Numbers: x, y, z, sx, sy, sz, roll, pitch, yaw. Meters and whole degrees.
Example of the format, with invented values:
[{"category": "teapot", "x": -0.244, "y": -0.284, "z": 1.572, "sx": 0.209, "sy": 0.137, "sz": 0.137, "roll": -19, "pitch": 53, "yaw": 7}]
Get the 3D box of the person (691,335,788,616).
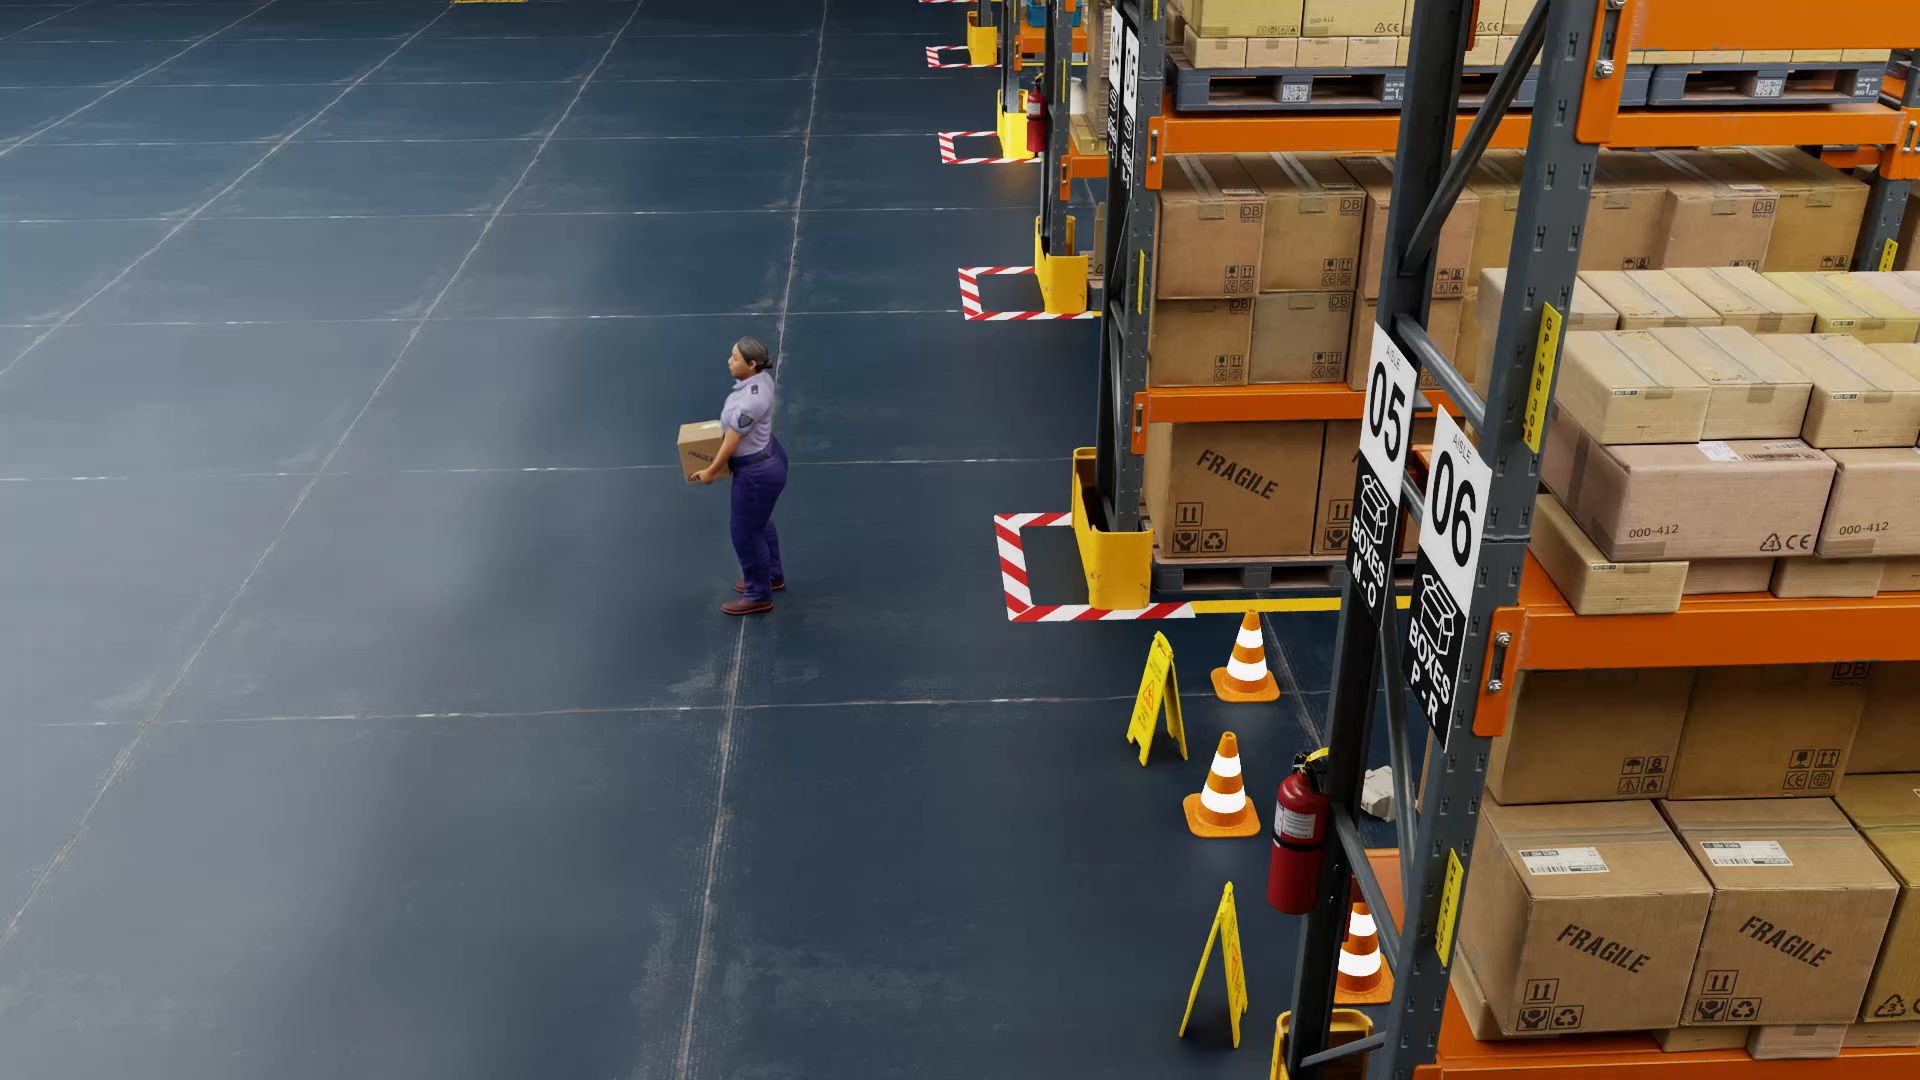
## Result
[{"category": "person", "x": -1.233, "y": -0.369, "z": 9.348, "sx": 0.528, "sy": 1.647, "sz": 0.435, "roll": -2, "pitch": 28, "yaw": -3}]
